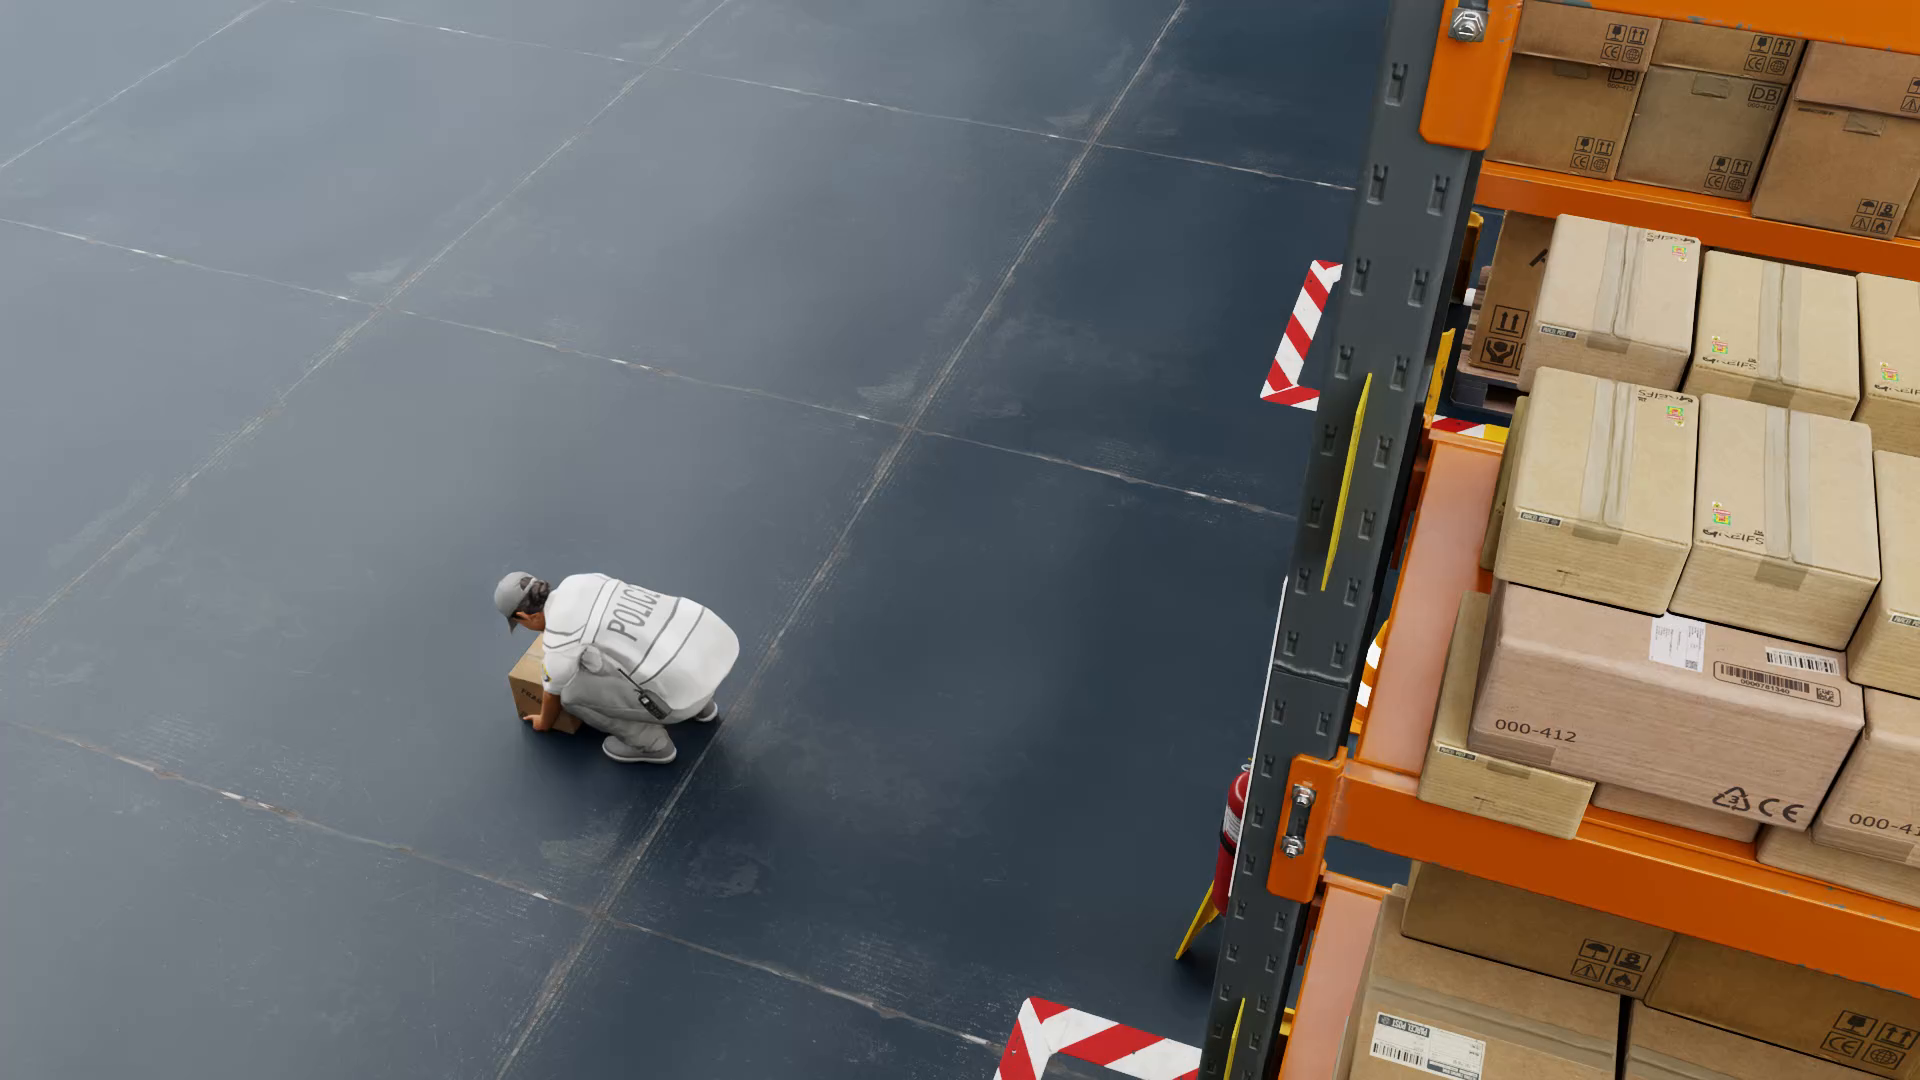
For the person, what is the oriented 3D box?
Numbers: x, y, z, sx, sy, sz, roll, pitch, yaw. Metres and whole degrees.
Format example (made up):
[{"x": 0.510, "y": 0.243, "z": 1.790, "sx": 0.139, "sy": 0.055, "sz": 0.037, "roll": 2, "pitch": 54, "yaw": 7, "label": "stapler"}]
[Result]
[{"x": -1.309, "y": 0.481, "z": 6.364, "sx": 0.879, "sy": 0.806, "sz": 0.499, "roll": 13, "pitch": 43, "yaw": 14, "label": "person"}]
